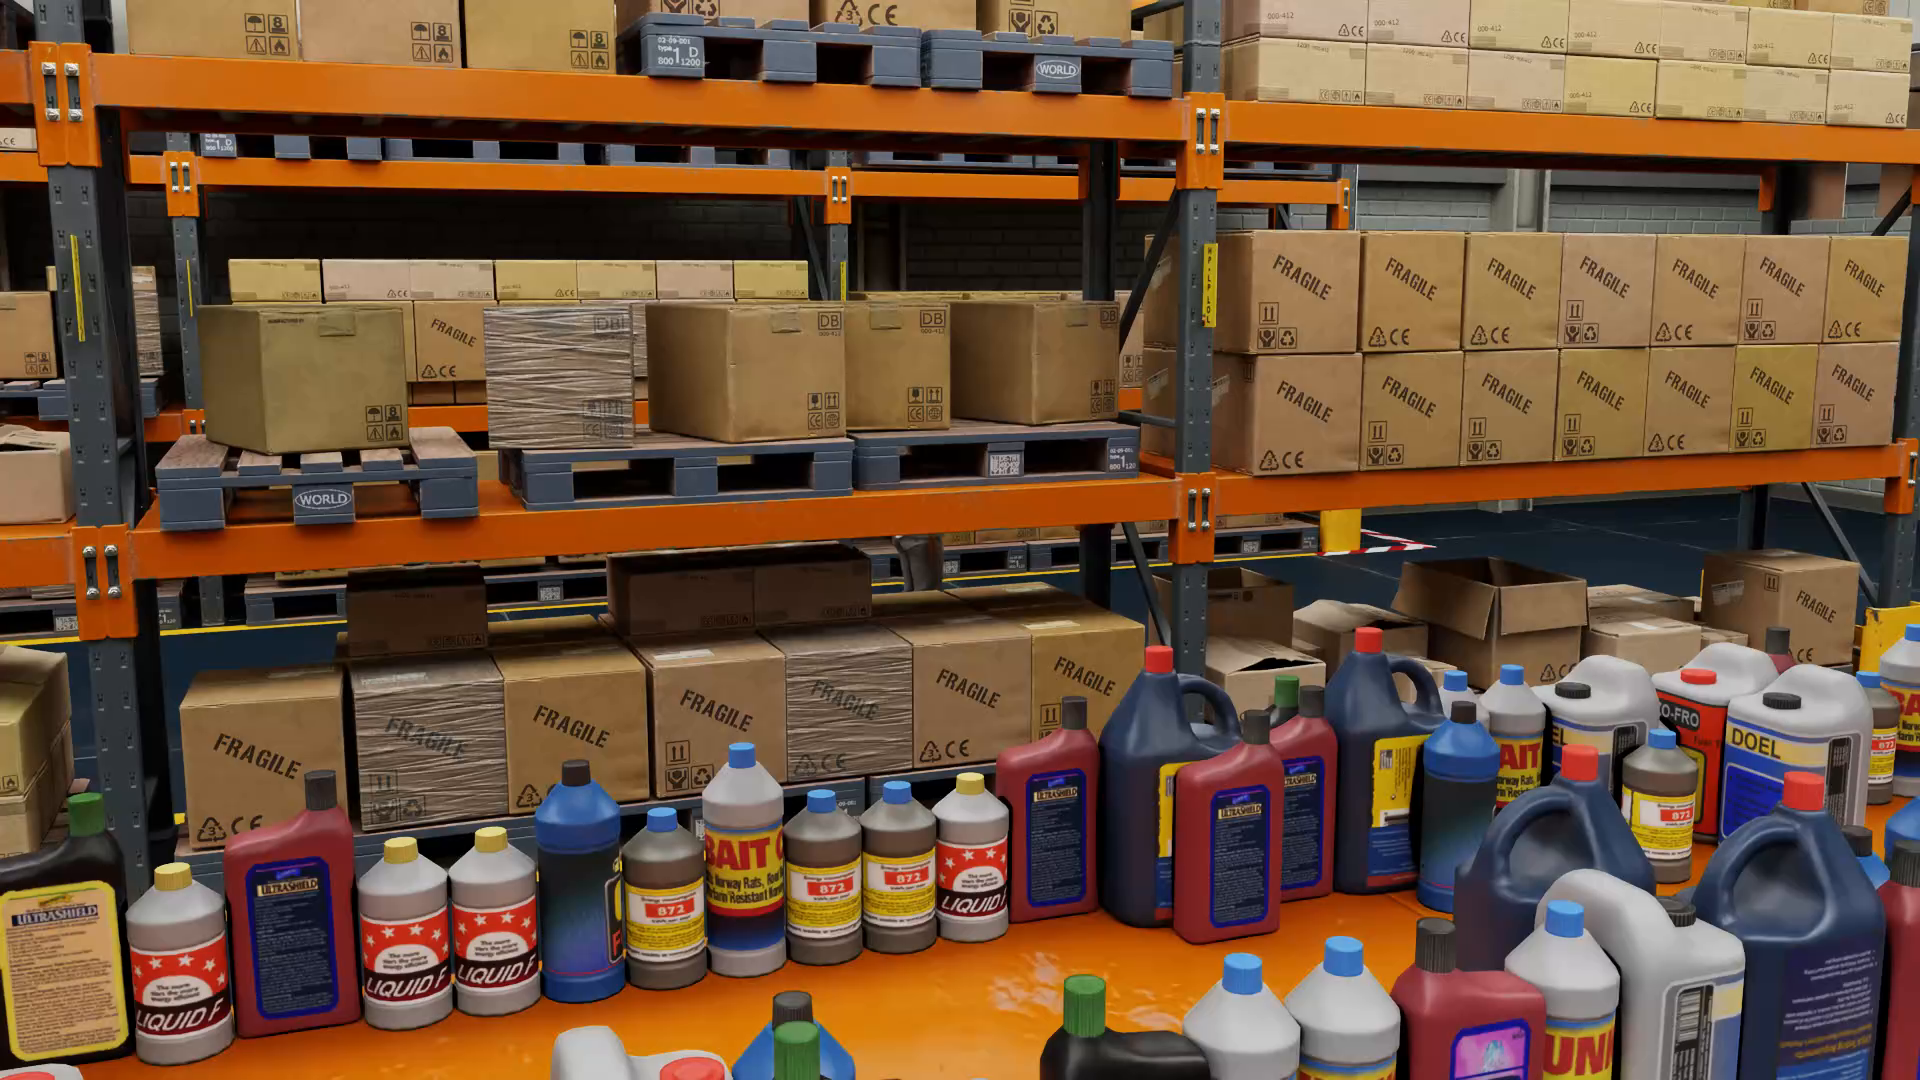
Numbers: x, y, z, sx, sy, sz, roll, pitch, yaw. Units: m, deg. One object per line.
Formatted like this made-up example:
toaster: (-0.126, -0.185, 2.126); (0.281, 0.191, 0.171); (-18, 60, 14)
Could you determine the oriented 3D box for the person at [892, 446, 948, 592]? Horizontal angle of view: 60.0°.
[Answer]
person: (-0.214, -0.018, 8.526); (0.305, 1.602, 0.405); (-3, 10, -20)
